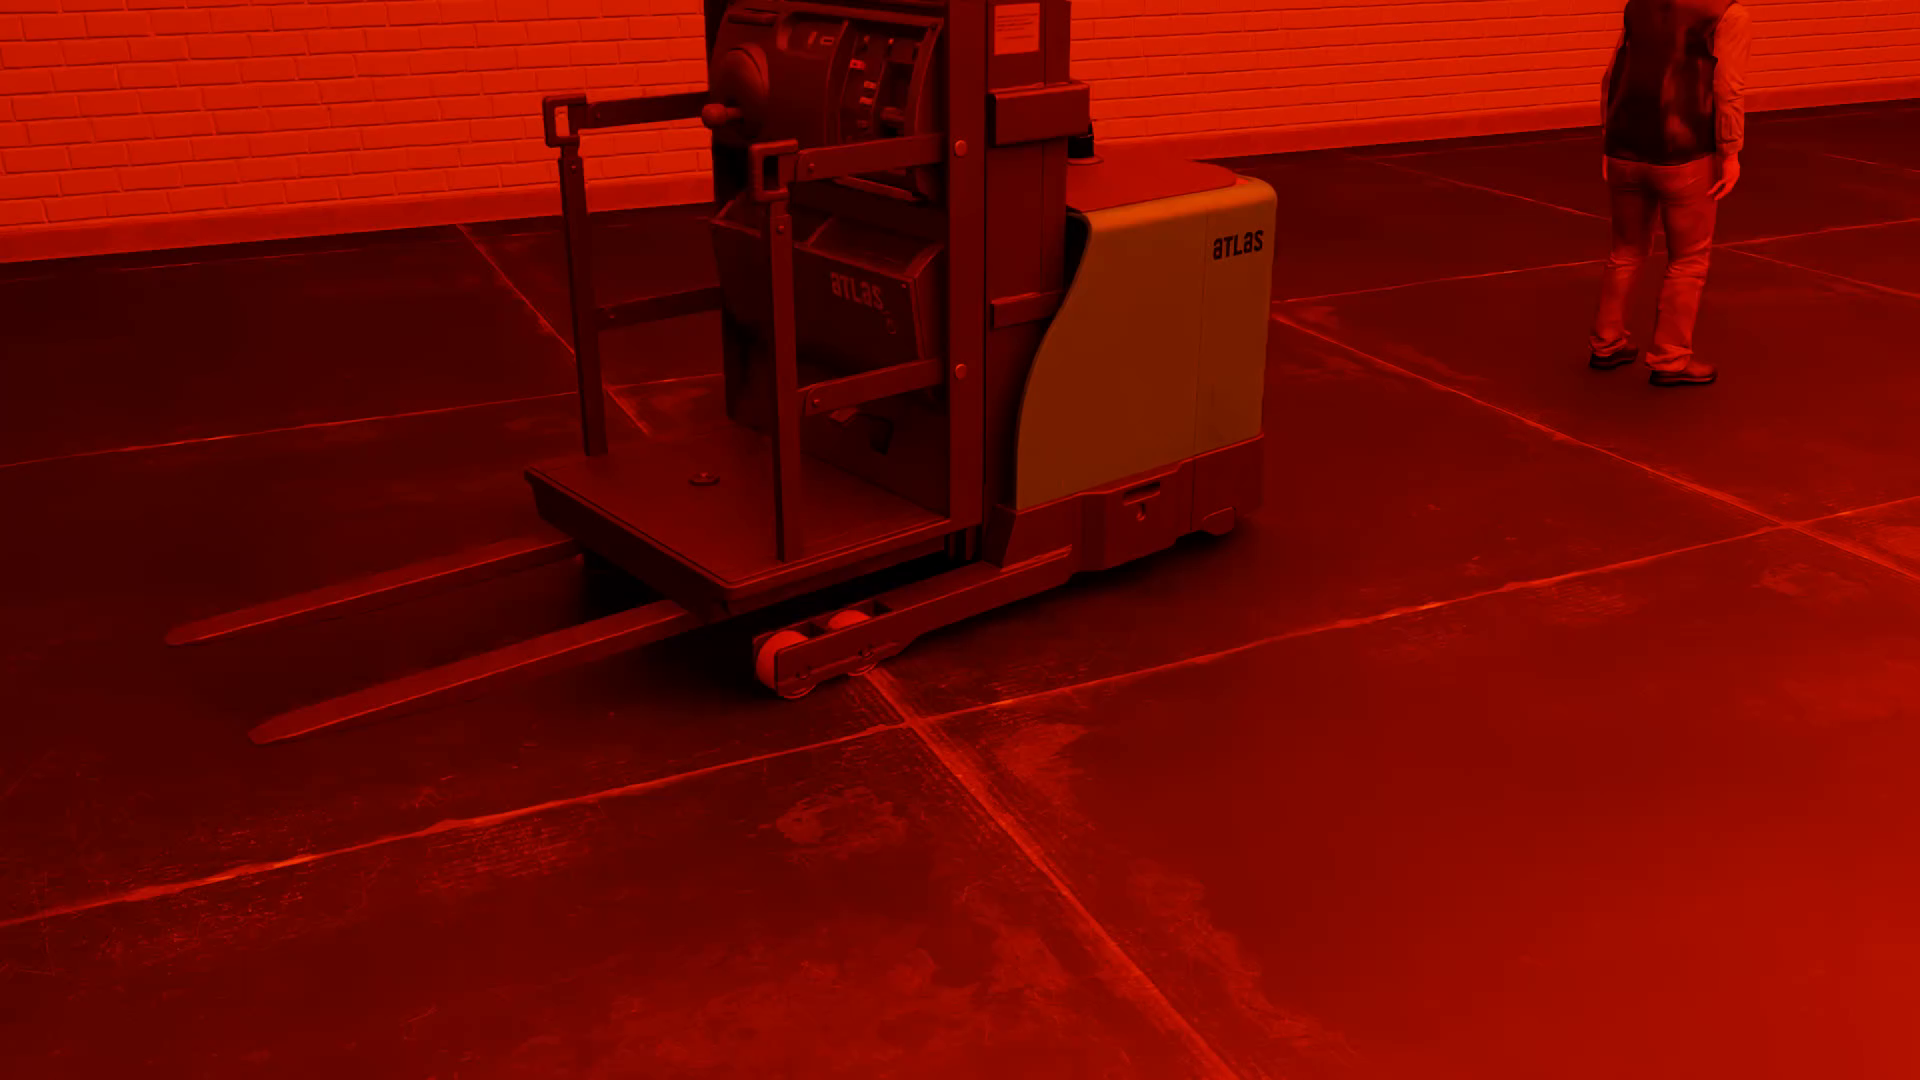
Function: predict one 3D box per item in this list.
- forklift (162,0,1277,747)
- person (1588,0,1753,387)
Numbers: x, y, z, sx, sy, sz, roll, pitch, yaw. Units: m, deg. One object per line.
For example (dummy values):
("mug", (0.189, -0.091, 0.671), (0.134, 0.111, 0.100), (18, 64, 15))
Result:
("forklift", (-0.523, -1.185, 4.139), (3.031, 2.935, 1.130), (-18, 28, -36))
("person", (2.721, -1.478, 6.426), (0.426, 1.719, 0.579), (-15, 27, -31))
